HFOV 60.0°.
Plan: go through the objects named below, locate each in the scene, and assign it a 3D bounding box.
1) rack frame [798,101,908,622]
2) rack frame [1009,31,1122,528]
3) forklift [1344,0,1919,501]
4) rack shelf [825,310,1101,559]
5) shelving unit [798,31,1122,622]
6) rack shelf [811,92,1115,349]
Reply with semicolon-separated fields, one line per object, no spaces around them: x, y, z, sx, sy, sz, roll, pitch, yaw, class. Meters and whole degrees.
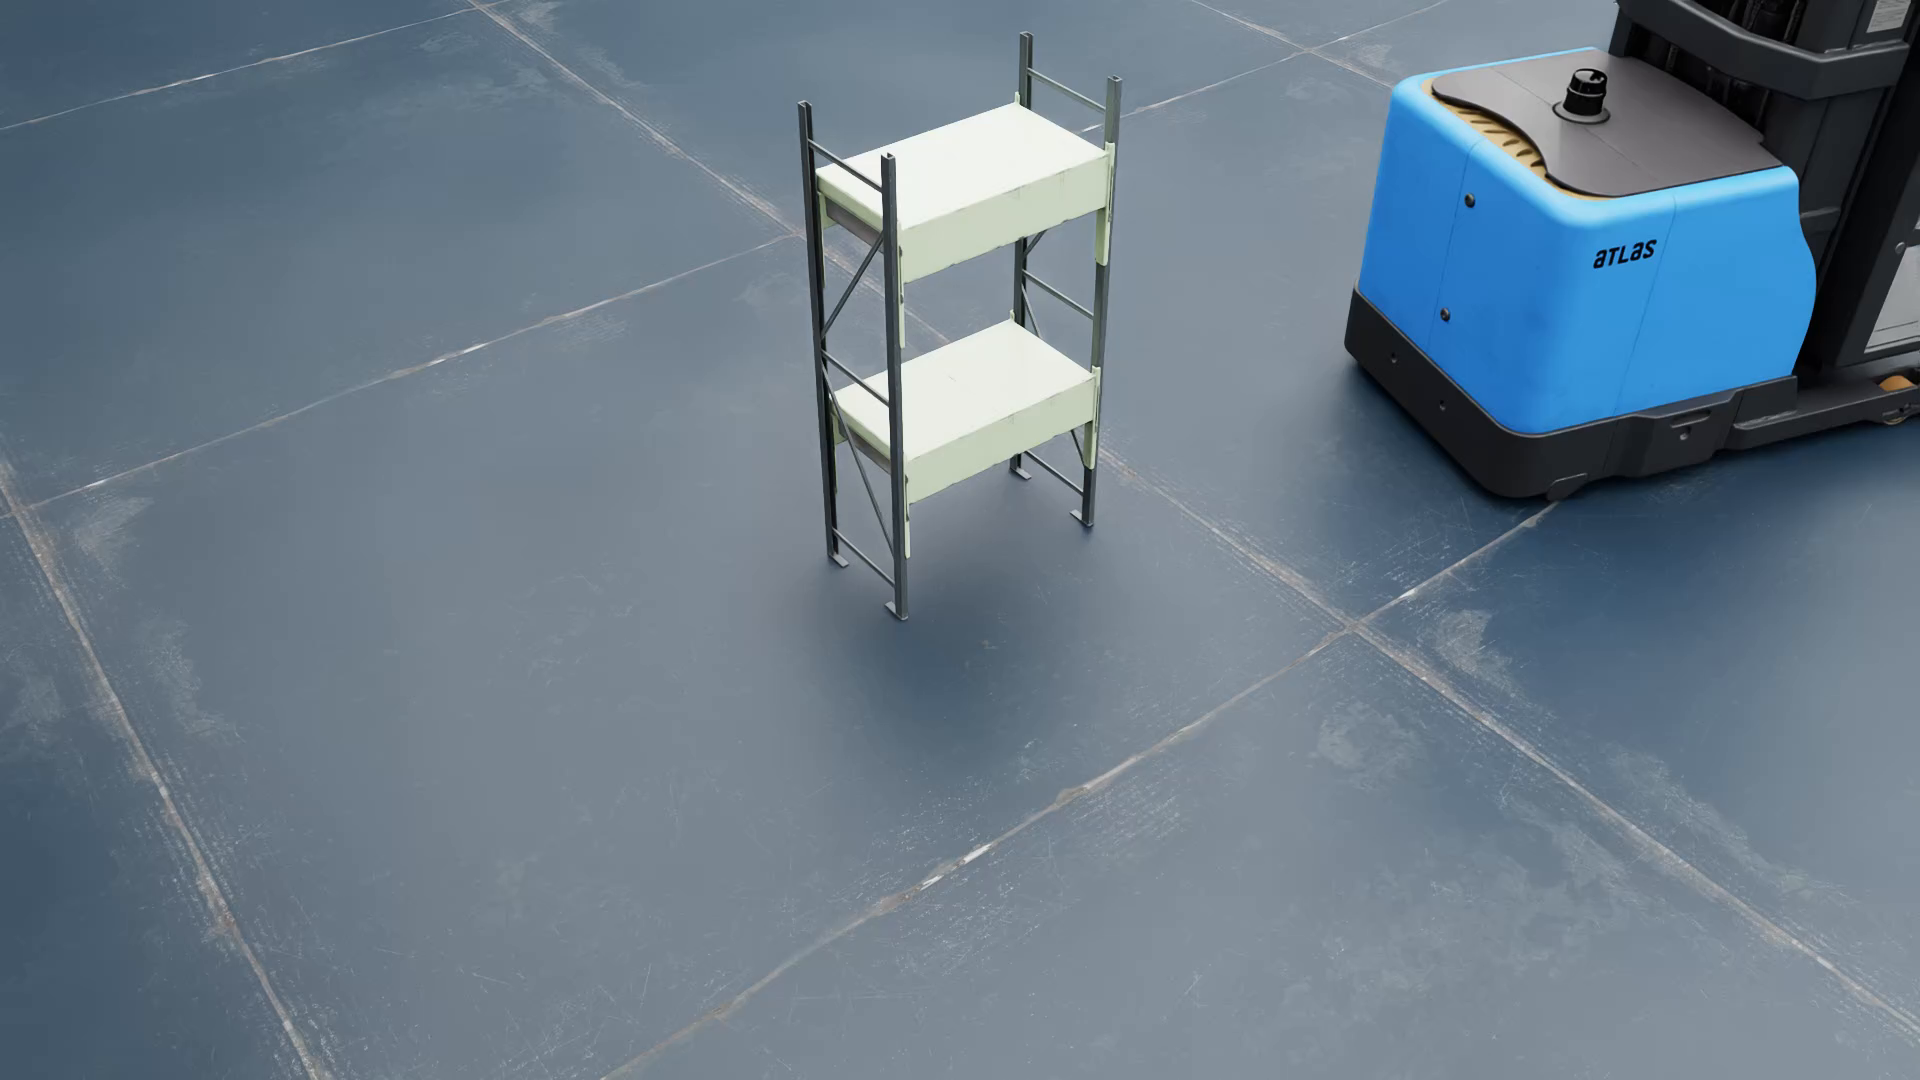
-0.285;-0.441;4.605;0.023;1.500;0.400;-26;46;-28;rack frame
0.295;-0.724;4.950;0.023;1.500;0.400;-26;46;-28;rack frame
2.956;-1.833;5.173;3.031;2.935;1.130;-13;41;-15;forklift
0.005;-0.330;4.984;0.720;0.370;0.431;-26;46;-28;rack shelf
0.005;-0.582;4.777;0.755;1.500;0.431;-26;46;-28;shelving unit
0.005;-0.884;4.530;0.720;0.370;0.431;-26;46;-28;rack shelf
